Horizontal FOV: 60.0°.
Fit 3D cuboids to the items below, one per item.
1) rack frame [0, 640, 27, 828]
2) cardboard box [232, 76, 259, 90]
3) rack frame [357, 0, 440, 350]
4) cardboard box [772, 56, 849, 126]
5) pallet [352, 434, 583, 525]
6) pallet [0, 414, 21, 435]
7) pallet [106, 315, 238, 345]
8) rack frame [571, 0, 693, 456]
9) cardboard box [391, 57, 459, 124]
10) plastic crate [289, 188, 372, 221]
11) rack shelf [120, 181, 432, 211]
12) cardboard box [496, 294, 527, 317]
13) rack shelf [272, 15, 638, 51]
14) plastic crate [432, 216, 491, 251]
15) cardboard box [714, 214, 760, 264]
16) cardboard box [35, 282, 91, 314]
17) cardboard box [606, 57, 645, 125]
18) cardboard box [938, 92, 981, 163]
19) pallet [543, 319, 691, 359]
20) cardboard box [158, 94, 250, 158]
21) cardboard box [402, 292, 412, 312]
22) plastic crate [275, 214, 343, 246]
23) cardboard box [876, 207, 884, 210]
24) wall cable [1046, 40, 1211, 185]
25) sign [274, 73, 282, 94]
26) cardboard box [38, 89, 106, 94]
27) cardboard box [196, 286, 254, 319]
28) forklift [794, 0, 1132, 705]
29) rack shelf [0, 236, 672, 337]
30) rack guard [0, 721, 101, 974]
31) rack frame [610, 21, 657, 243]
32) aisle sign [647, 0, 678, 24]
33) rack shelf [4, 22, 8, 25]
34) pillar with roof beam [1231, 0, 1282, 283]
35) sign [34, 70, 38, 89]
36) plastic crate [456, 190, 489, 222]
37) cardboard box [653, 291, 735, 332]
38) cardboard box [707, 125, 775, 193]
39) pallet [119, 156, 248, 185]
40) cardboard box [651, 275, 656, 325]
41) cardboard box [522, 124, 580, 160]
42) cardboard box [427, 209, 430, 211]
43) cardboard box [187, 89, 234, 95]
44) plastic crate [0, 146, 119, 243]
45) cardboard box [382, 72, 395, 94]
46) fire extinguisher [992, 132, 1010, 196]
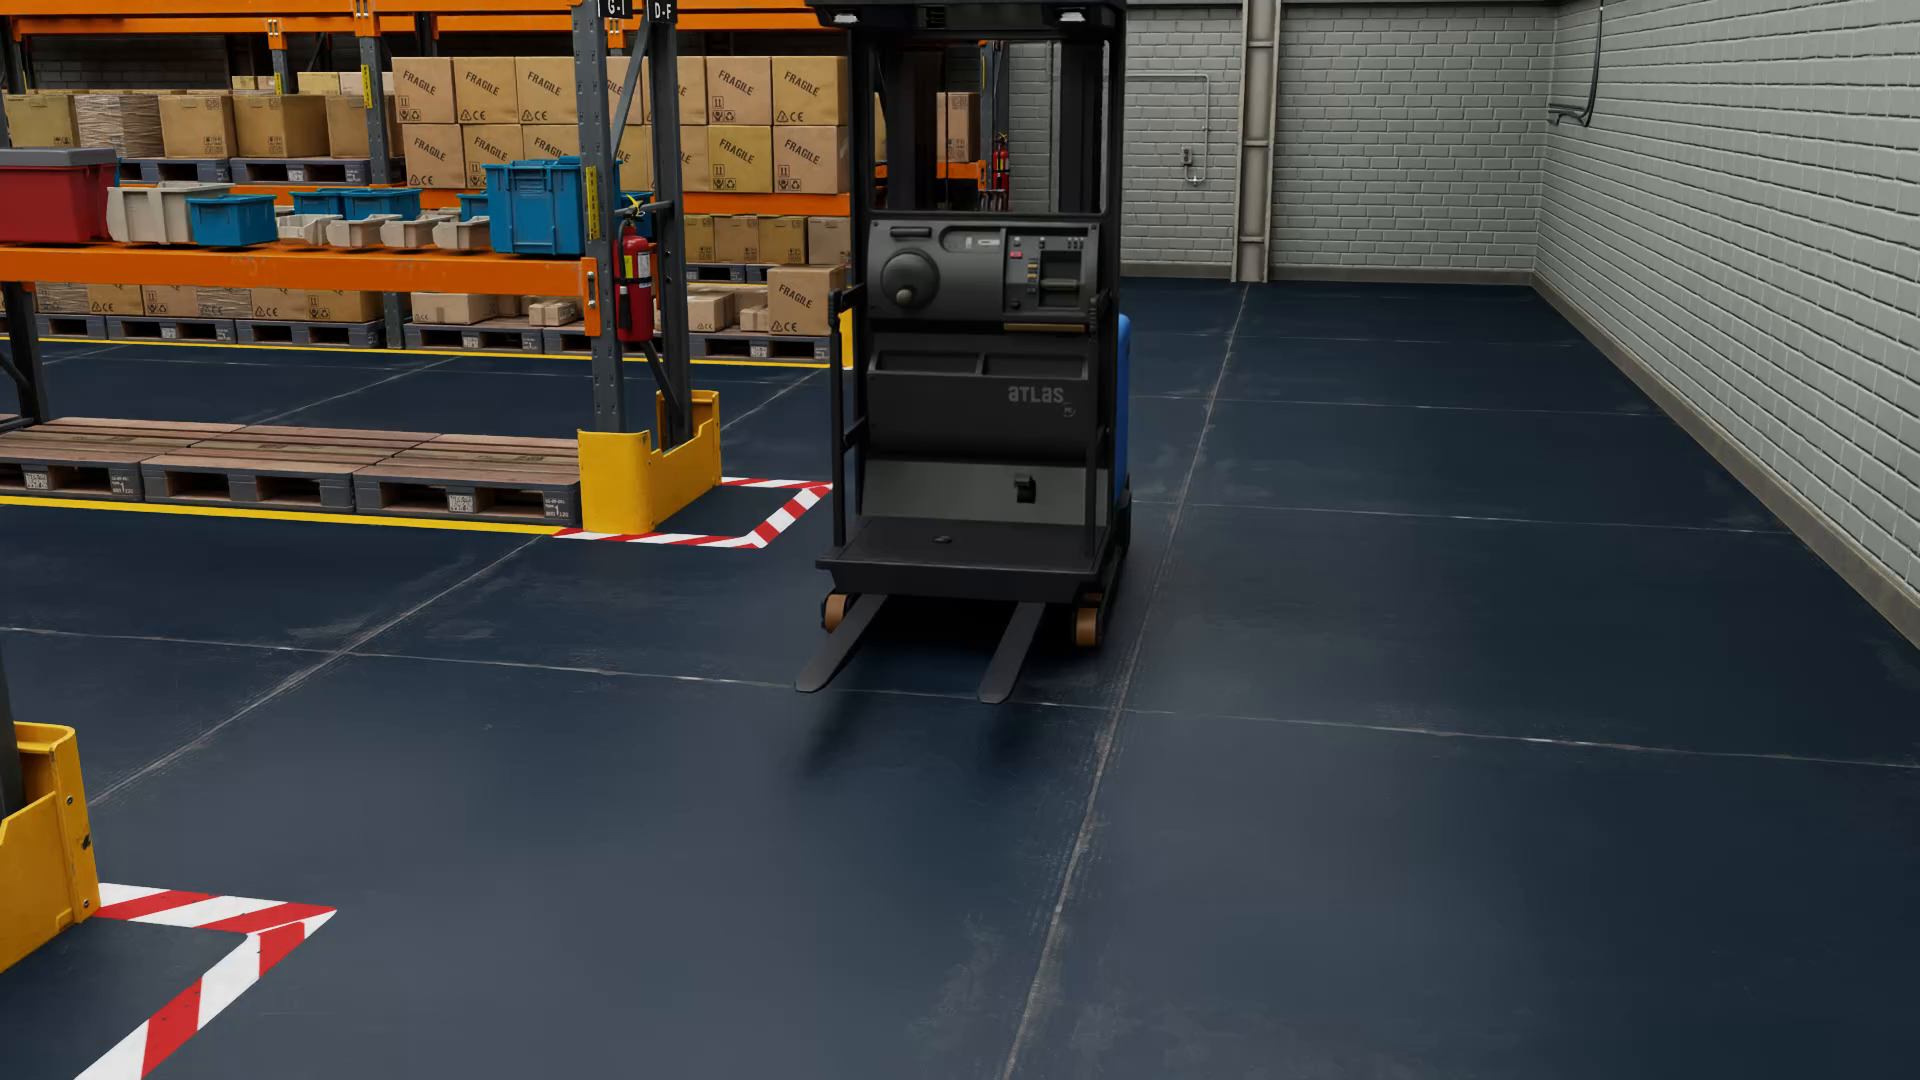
[{"bbox_3d":[-2.592,-0.330,3.565,0.127,3.000,1.000,3,16,11],"label":"rack frame"},{"bbox_3d":[-8.133,-5.240,19.062,0.250,0.149,0.380,0,15,2],"label":"cardboard box"},{"bbox_3d":[-4.534,-3.134,13.687,0.127,3.000,1.000,3,16,11],"label":"rack frame"},{"bbox_3d":[-1.105,-3.403,12.598,0.500,0.500,0.500,3,16,11],"label":"cardboard box"},{"bbox_3d":[-2.406,-0.336,8.809,1.213,0.211,1.003,3,16,11],"label":"pallet"},{"bbox_3d":[-6.273,-0.547,9.570,1.213,0.211,1.003,3,16,11],"label":"pallet"},{"bbox_3d":[-6.538,-1.888,14.412,1.213,0.211,1.003,3,16,11],"label":"pallet"},{"bbox_3d":[-1.605,-1.626,8.242,0.127,3.000,1.000,3,16,11],"label":"rack frame"},{"bbox_3d":[-4.128,-3.565,13.184,0.500,0.500,0.500,4,16,13],"label":"cardboard box"},{"bbox_3d":[-3.366,-1.759,8.925,0.300,0.233,0.416,3,16,11],"label":"plastic crate"},{"bbox_3d":[-6.494,-2.894,14.168,4.000,0.370,1.077,3,16,11],"label":"rack shelf"},{"bbox_3d":[-3.919,-2.185,14.121,0.500,0.500,0.500,3,16,11],"label":"cardboard box"},{"bbox_3d":[-5.511,-5.635,18.446,4.000,0.370,1.077,3,16,11],"label":"rack shelf"},{"bbox_3d":[-2.440,-1.524,8.255,0.243,0.136,0.396,3,16,11],"label":"plastic crate"},{"bbox_3d":[-2.347,-3.334,18.304,0.500,0.500,0.700,3,16,11],"label":"cardboard box"},{"bbox_3d":[-7.551,-2.229,14.278,0.500,0.500,0.500,3,16,9],"label":"cardboard box"},{"bbox_3d":[-2.613,-3.483,12.888,0.500,0.500,0.500,4,16,13],"label":"cardboard box"},{"bbox_3d":[-0.133,-4.386,17.647,0.700,0.700,0.980,4,16,14],"label":"cardboard box"},{"bbox_3d":[-2.662,-1.689,13.695,1.213,0.211,1.003,3,16,11],"label":"pallet"},{"bbox_3d":[-6.278,-3.463,13.899,0.500,0.500,0.700,-1,16,-3],"label":"cardboard box"},{"bbox_3d":[-4.960,-2.231,14.285,0.500,0.500,0.500,2,16,9],"label":"cardboard box"},{"bbox_3d":[-3.293,-1.562,8.394,0.250,0.136,0.298,3,16,11],"label":"plastic crate"},{"bbox_3d":[-0.750,-3.511,17.730,0.250,0.149,0.380,4,16,13],"label":"cardboard box"},{"bbox_3d":[1.812,-4.886,18.110,1.851,1.984,0.084,3,16,11],"label":"wall cable"},{"bbox_3d":[-7.569,-5.020,18.476,0.005,0.325,0.100,3,16,11],"label":"sign"},{"bbox_3d":[-10.352,-5.048,19.586,0.500,0.500,0.700,5,16,17],"label":"cardboard box"},{"bbox_3d":[-6.049,-2.148,13.986,0.500,0.500,0.500,3,16,12],"label":"cardboard box"},{"bbox_3d":[0.056,-1.092,6.444,1.130,2.935,3.031,3,16,10],"label":"forklift"},{"bbox_3d":[-3.565,-1.385,8.722,4.000,0.370,1.077,3,16,11],"label":"rack shelf"},{"bbox_3d":[-2.569,0.876,3.894,0.348,0.500,1.175,3,16,11],"label":"rack guard"},{"bbox_3d":[-3.551,-4.430,18.366,0.127,3.000,1.000,3,16,11],"label":"rack frame"},{"bbox_3d":[-1.475,-2.952,8.162,0.004,0.787,0.394,3,16,11],"label":"aisle sign"},{"bbox_3d":[-10.414,-4.552,14.535,4.000,0.370,1.077,3,16,11],"label":"rack shelf"},{"bbox_3d":[2.329,-6.065,13.030,0.400,9.000,9.100,3,16,11],"label":"pillar with roof beam"},{"bbox_3d":[-11.283,-5.559,20.273,0.005,0.325,0.100,3,16,11],"label":"sign"},{"bbox_3d":[-2.427,-1.708,8.741,0.300,0.233,0.416,3,16,11],"label":"plastic crate"},{"bbox_3d":[-2.121,-1.831,13.310,0.500,0.250,0.500,3,16,11],"label":"cardboard box"},{"bbox_3d":[-1.617,-2.949,12.831,0.500,0.500,0.500,3,16,12],"label":"cardboard box"},{"bbox_3d":[-6.547,-3.152,14.112,1.213,0.211,1.003,3,16,11],"label":"pallet"},{"bbox_3d":[-2.692,-2.044,13.606,0.637,0.503,0.797,3,16,11],"label":"cardboard box"},{"bbox_3d":[-3.097,-3.030,13.125,0.500,0.500,0.500,3,16,11],"label":"cardboard box"},{"bbox_3d":[-5.919,-3.688,18.926,0.750,0.750,0.750,3,16,11],"label":"cardboard box"},{"bbox_3d":[-8.486,-4.948,19.225,0.500,0.500,0.700,2,16,6],"label":"cardboard box"},{"bbox_3d":[-4.700,-1.785,8.585,0.583,0.464,0.402,3,16,11],"label":"plastic crate"},{"bbox_3d":[-6.059,-5.060,18.453,0.500,0.250,0.500,3,16,11],"label":"cardboard box"},{"bbox_3d":[0.425,-3.872,17.193,0.183,0.674,0.296,3,16,11],"label":"fire extinguisher"}]
